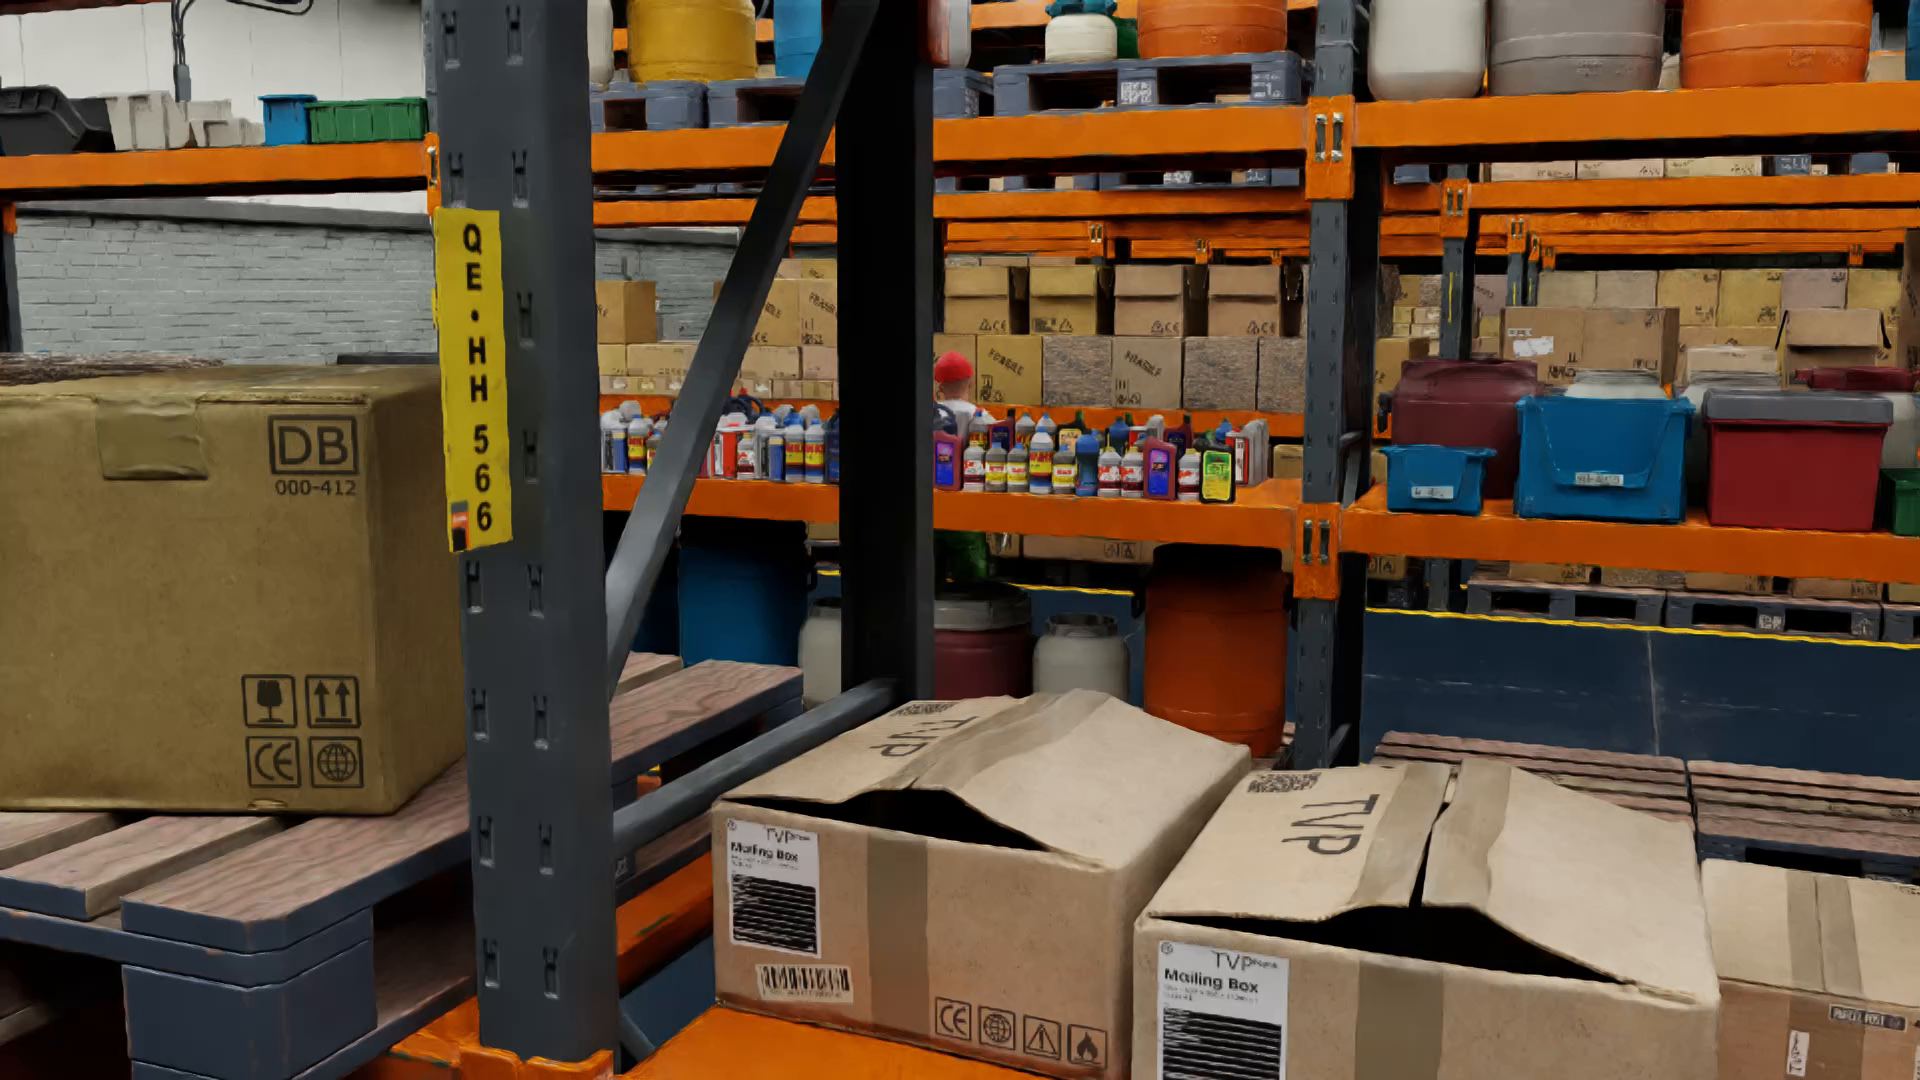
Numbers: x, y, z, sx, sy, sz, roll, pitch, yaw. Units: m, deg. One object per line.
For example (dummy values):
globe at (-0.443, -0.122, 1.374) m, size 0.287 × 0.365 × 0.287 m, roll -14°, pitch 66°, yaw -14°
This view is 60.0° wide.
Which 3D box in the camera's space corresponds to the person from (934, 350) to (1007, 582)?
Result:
person at (-0.064, -0.110, 8.836) m, size 0.664 × 1.792 × 0.445 m, roll 3°, pitch 9°, yaw 18°
